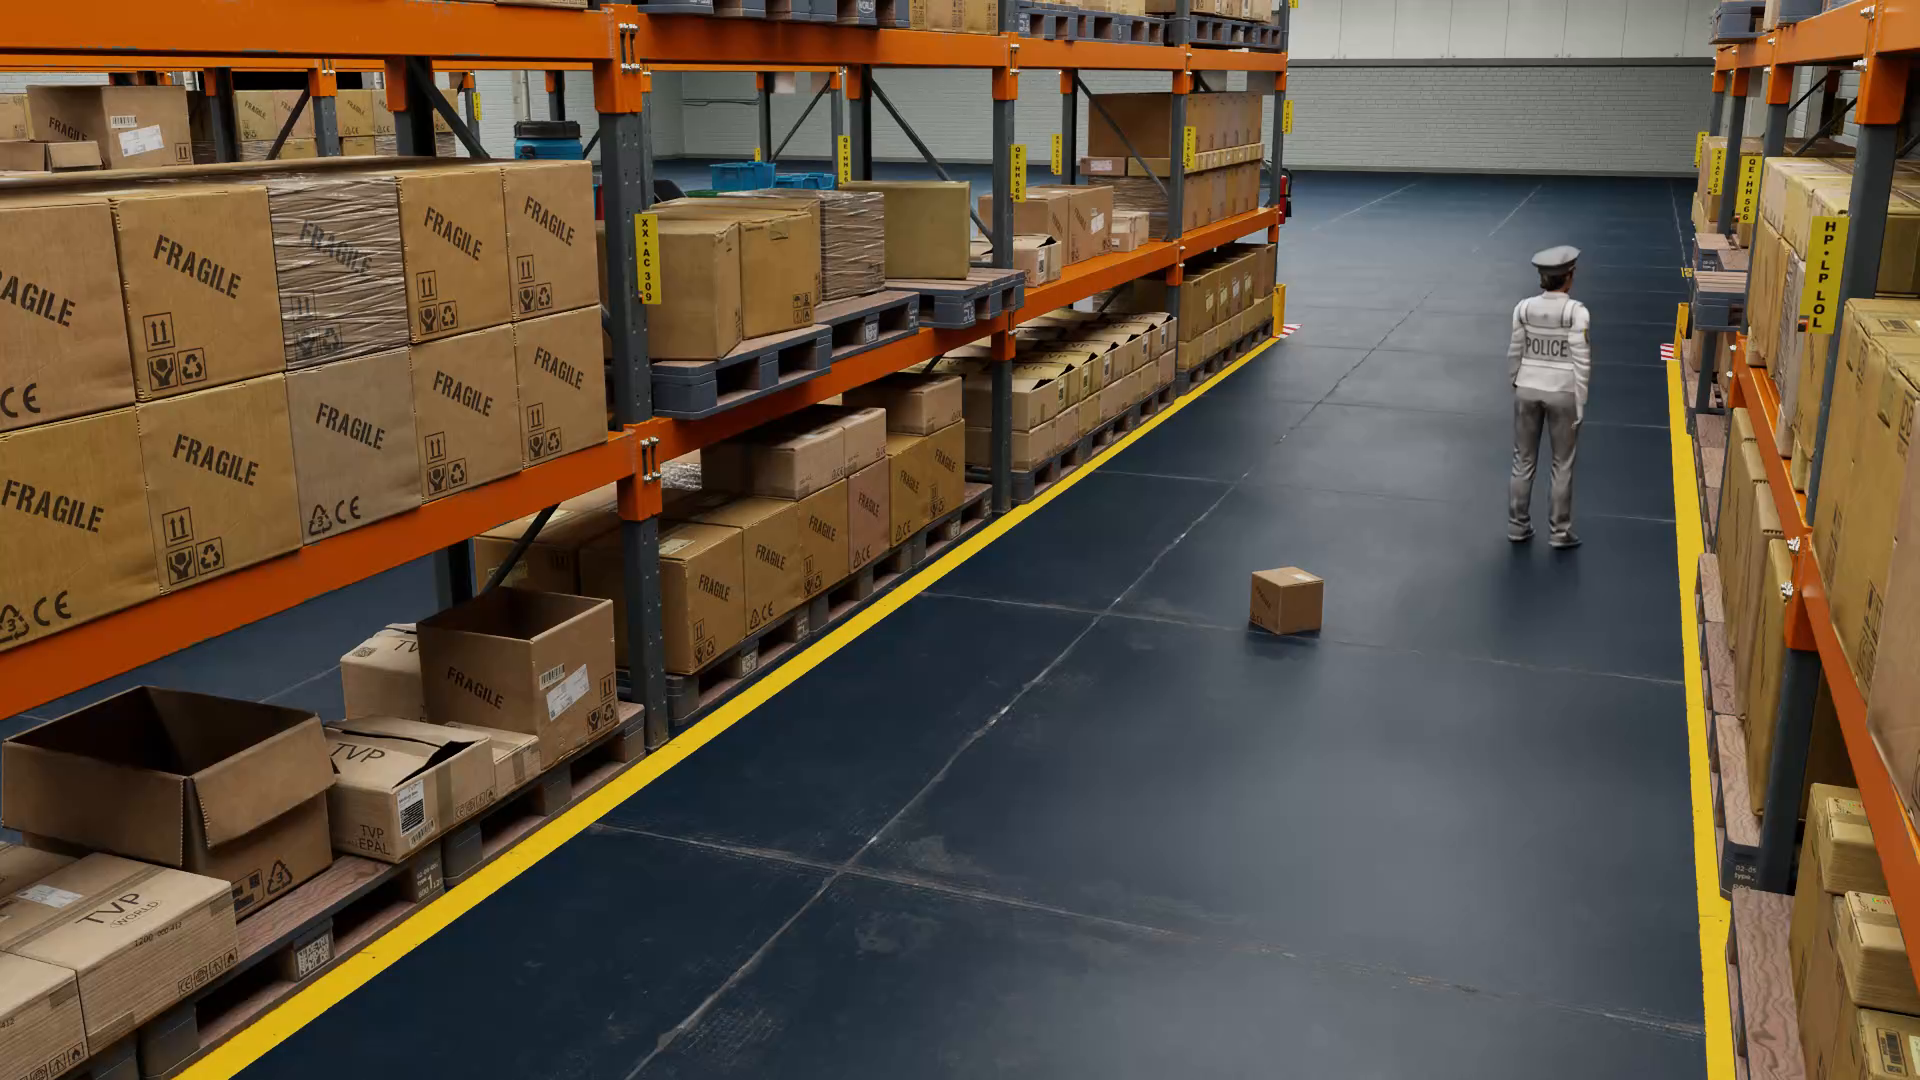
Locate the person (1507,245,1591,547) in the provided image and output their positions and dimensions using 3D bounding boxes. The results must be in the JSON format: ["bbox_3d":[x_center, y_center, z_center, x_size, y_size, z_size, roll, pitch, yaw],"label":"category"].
[{"bbox_3d":[3.304,-0.798,9.331,0.478,1.694,0.392,12,20,38],"label":"person"}]
